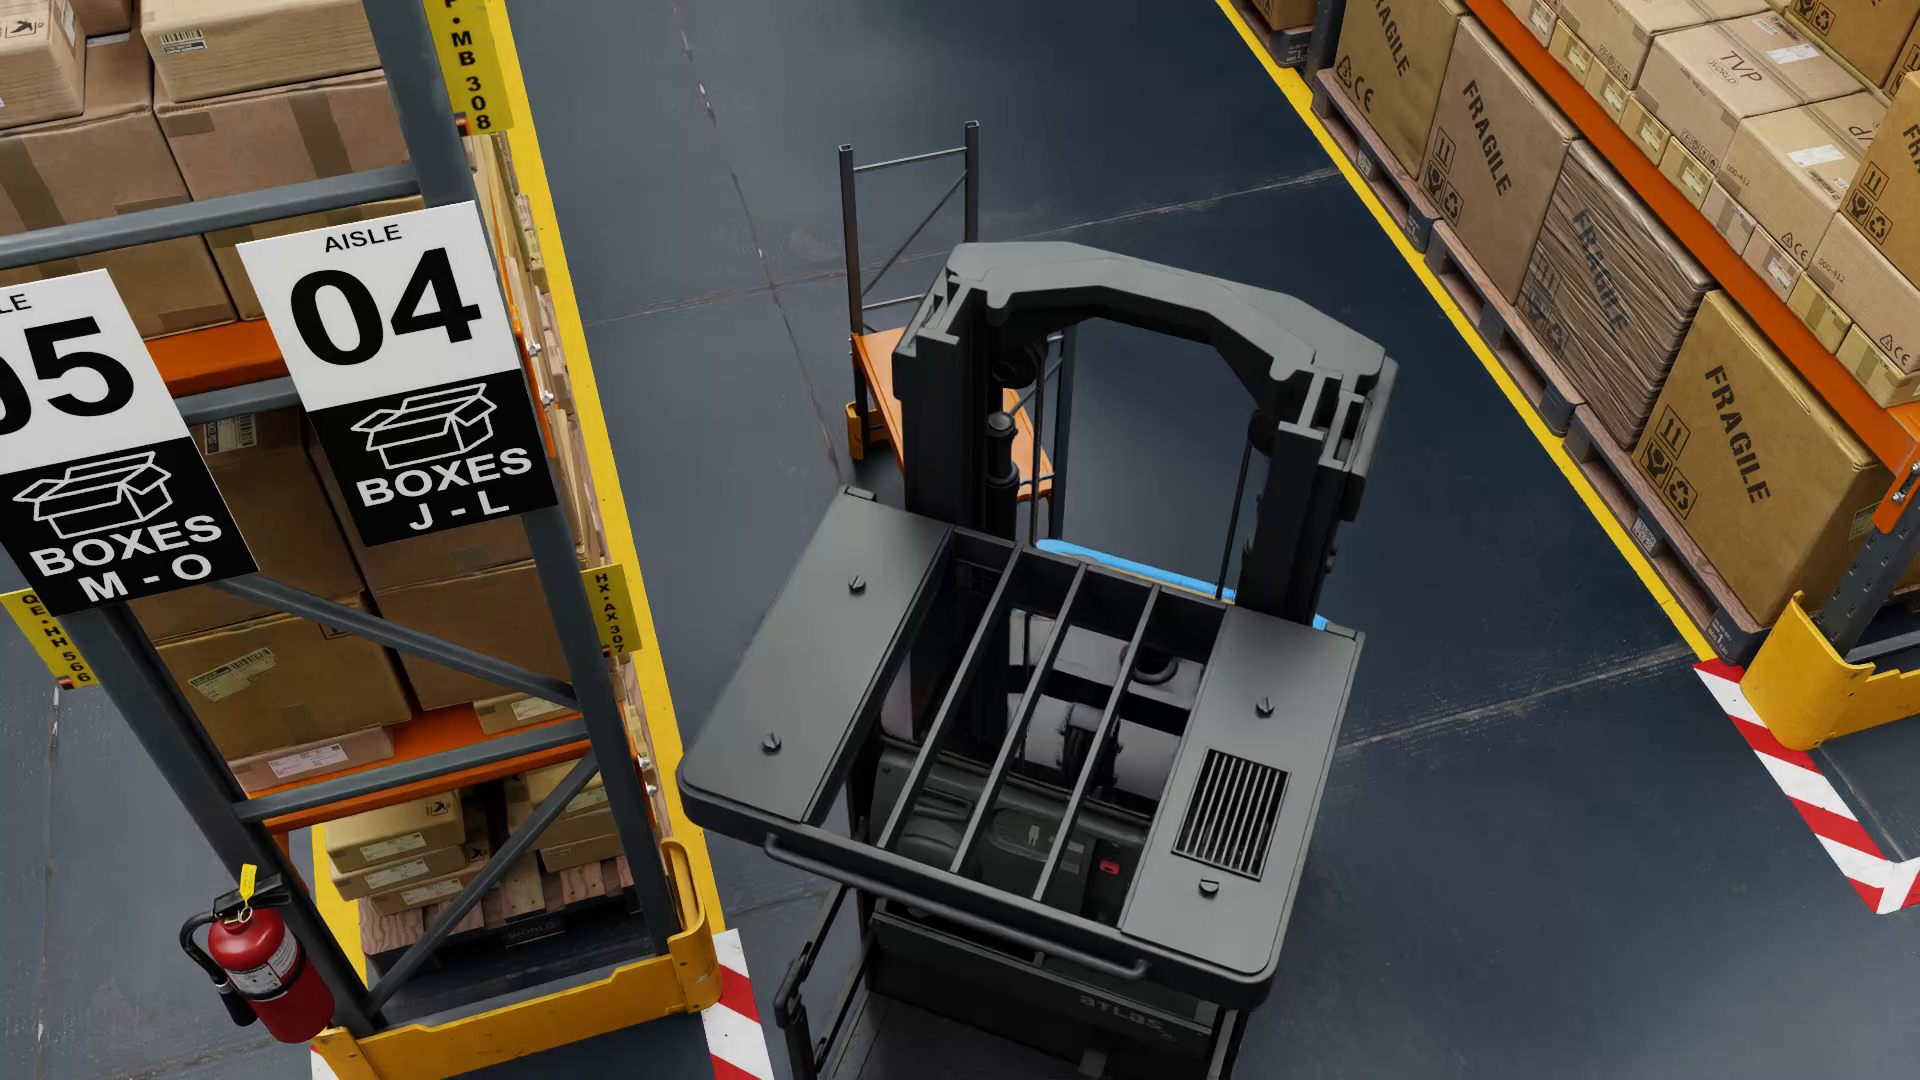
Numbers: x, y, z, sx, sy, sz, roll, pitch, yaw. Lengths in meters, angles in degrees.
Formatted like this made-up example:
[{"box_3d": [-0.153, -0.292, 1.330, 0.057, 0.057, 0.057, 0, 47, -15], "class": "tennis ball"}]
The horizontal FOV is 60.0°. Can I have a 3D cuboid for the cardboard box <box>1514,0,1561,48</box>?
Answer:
[{"box_3d": [2.409, -2.081, 6.497, 0.380, 0.149, 0.250, -13, 51, -11], "class": "cardboard box"}]

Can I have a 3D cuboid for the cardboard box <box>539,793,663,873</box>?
[{"box_3d": [-1.179, 0.898, 5.411, 0.380, 0.149, 0.250, -12, 51, -10], "class": "cardboard box"}]

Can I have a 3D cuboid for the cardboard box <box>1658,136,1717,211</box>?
[{"box_3d": [2.715, -1.329, 5.862, 0.380, 0.149, 0.250, -14, 51, -12], "class": "cardboard box"}]

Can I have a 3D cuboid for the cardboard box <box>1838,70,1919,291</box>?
[{"box_3d": [3.043, -1.064, 4.888, 0.500, 0.500, 0.500, -13, 51, -11], "class": "cardboard box"}]

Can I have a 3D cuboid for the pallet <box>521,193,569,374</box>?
[{"box_3d": [-2.280, -0.971, 7.220, 1.003, 0.211, 1.213, -13, 51, -11], "class": "pallet"}]

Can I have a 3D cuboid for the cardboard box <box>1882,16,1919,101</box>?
[{"box_3d": [3.406, -1.545, 5.293, 0.500, 0.500, 0.500, -14, 51, -12], "class": "cardboard box"}]

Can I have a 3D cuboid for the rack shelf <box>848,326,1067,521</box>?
[{"box_3d": [-0.025, -0.430, 6.156, 0.538, 0.185, 1.000, -13, 51, -11], "class": "rack shelf"}]

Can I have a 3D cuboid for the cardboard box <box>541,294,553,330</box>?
[{"box_3d": [-1.935, -0.972, 6.987, 0.380, 0.149, 0.250, -15, 51, -12], "class": "cardboard box"}]

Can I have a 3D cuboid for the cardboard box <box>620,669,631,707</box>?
[{"box_3d": [-1.267, 0.603, 5.465, 0.380, 0.149, 0.250, -14, 51, -11], "class": "cardboard box"}]

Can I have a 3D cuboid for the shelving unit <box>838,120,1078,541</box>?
[{"box_3d": [-0.023, -0.539, 6.013, 0.587, 1.500, 1.083, -13, 51, -11], "class": "shelving unit"}]

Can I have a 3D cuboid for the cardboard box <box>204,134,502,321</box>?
[{"box_3d": [-1.218, -0.735, 3.334, 0.500, 0.250, 0.500, -12, 51, -10], "class": "cardboard box"}]

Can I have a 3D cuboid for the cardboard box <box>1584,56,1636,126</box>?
[{"box_3d": [2.566, -1.700, 6.175, 0.380, 0.149, 0.250, -12, 51, -10], "class": "cardboard box"}]

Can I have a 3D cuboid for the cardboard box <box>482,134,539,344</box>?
[{"box_3d": [-1.364, -0.636, 4.200, 0.500, 0.500, 0.500, -12, 51, -10], "class": "cardboard box"}]

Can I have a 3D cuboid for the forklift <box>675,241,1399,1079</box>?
[{"box_3d": [0.153, 0.910, 3.855, 1.130, 2.935, 3.031, 16, 52, 13], "class": "forklift"}]

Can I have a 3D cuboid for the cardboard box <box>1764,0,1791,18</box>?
[{"box_3d": [3.090, -2.063, 6.221, 0.500, 0.250, 0.500, -14, 51, -12], "class": "cardboard box"}]

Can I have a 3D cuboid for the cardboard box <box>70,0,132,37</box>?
[{"box_3d": [-1.709, -1.013, 2.980, 0.380, 0.149, 0.250, -13, 51, -10], "class": "cardboard box"}]

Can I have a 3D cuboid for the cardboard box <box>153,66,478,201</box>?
[{"box_3d": [-1.214, -0.897, 3.143, 0.500, 0.250, 0.500, -13, 51, -10], "class": "cardboard box"}]

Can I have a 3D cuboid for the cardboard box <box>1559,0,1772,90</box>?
[{"box_3d": [2.583, -1.942, 6.118, 0.500, 0.250, 0.500, -13, 51, -11], "class": "cardboard box"}]

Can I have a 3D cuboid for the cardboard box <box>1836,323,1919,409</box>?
[{"box_3d": [3.018, -0.583, 5.234, 0.380, 0.149, 0.250, -12, 51, -10], "class": "cardboard box"}]

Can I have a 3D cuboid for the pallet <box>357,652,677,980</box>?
[{"box_3d": [-1.559, 0.811, 5.718, 1.003, 0.211, 1.213, -13, 51, -11], "class": "pallet"}]

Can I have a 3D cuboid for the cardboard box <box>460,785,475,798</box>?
[{"box_3d": [-1.784, 0.733, 5.355, 0.380, 0.149, 0.250, -14, 51, -12], "class": "cardboard box"}]

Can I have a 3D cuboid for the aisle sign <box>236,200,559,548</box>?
[{"box_3d": [-1.022, -0.283, 3.116, 0.394, 0.787, 0.004, -13, 51, -11], "class": "aisle sign"}]

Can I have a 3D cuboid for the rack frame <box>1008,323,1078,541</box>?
[{"box_3d": [0.125, -0.174, 5.706, 0.500, 1.500, 0.032, -13, 51, -11], "class": "rack frame"}]

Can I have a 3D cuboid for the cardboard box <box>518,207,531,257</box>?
[{"box_3d": [-1.965, -1.202, 6.792, 0.380, 0.149, 0.250, -14, 51, -11], "class": "cardboard box"}]

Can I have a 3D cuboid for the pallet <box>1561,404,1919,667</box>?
[{"box_3d": [3.127, -0.146, 6.525, 1.003, 0.211, 1.213, -13, 51, -11], "class": "pallet"}]

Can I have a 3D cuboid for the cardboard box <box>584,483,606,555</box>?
[{"box_3d": [-1.543, -0.033, 6.195, 0.380, 0.149, 0.250, -16, 52, -13], "class": "cardboard box"}]

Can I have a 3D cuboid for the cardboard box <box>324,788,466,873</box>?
[{"box_3d": [-1.728, 0.832, 5.078, 0.380, 0.149, 0.250, -13, 51, -11], "class": "cardboard box"}]

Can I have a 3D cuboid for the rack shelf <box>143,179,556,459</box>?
[{"box_3d": [-1.921, -1.626, 4.458, 1.077, 0.370, 4.000, -13, 51, -11], "class": "rack shelf"}]

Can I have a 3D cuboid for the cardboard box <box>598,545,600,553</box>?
[{"box_3d": [-1.256, -0.046, 4.781, 0.380, 0.149, 0.250, -15, 51, -12], "class": "cardboard box"}]

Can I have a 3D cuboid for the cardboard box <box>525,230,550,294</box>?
[{"box_3d": [-1.928, -1.120, 6.917, 0.380, 0.149, 0.250, -15, 51, -12], "class": "cardboard box"}]

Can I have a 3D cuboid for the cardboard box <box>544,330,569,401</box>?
[{"box_3d": [-1.703, -0.624, 6.304, 0.380, 0.149, 0.250, -15, 51, -12], "class": "cardboard box"}]

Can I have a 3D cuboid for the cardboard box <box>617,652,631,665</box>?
[{"box_3d": [-1.309, 0.314, 5.514, 0.380, 0.149, 0.250, -13, 51, -11], "class": "cardboard box"}]

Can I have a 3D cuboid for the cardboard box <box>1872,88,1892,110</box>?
[{"box_3d": [3.394, -1.316, 5.591, 0.500, 0.250, 0.500, -14, 51, -11], "class": "cardboard box"}]

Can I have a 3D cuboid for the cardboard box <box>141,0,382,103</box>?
[{"box_3d": [-1.208, -0.927, 2.908, 0.380, 0.149, 0.250, -14, 51, -11], "class": "cardboard box"}]

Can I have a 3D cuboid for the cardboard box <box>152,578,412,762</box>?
[{"box_3d": [-1.709, 0.171, 4.174, 0.500, 0.500, 0.500, -12, 51, -10], "class": "cardboard box"}]

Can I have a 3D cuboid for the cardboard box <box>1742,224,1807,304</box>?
[{"box_3d": [2.866, -0.957, 5.549, 0.380, 0.149, 0.250, -13, 51, -11], "class": "cardboard box"}]

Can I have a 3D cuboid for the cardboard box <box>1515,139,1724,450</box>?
[{"box_3d": [2.903, -1.043, 6.572, 0.875, 0.875, 0.875, -13, 51, -11], "class": "cardboard box"}]

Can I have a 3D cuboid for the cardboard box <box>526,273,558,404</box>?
[{"box_3d": [-1.514, -0.695, 4.904, 0.500, 0.500, 0.500, -13, 51, -10], "class": "cardboard box"}]

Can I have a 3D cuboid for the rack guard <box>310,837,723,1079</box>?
[{"box_3d": [-1.352, 1.319, 5.100, 1.175, 0.500, 0.348, -13, 51, -11], "class": "rack guard"}]

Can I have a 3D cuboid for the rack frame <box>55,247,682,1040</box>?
[{"box_3d": [-1.330, 0.569, 4.098, 1.000, 3.000, 0.127, -13, 51, -11], "class": "rack frame"}]

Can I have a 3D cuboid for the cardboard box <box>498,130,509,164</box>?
[{"box_3d": [-1.651, -1.393, 4.838, 0.500, 0.500, 0.500, -15, 51, -12], "class": "cardboard box"}]

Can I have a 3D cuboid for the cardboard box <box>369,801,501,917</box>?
[{"box_3d": [-1.685, 1.015, 5.312, 0.380, 0.149, 0.250, -13, 51, -10], "class": "cardboard box"}]

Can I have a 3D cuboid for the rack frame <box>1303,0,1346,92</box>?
[{"box_3d": [2.255, -3.400, 7.444, 1.000, 3.000, 0.127, -13, 51, -11], "class": "rack frame"}]

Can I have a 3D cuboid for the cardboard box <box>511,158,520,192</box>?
[{"box_3d": [-2.116, -1.506, 7.243, 0.380, 0.149, 0.250, -12, 51, -10], "class": "cardboard box"}]

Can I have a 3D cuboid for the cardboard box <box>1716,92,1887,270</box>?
[{"box_3d": [2.892, -1.191, 5.485, 0.500, 0.250, 0.500, -14, 51, -12], "class": "cardboard box"}]

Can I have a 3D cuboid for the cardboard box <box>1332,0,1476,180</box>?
[{"box_3d": [2.374, -2.350, 7.674, 0.875, 0.875, 0.875, -13, 51, -11], "class": "cardboard box"}]

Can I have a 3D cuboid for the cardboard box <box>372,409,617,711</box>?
[{"box_3d": [-1.199, 0.051, 4.275, 0.500, 0.500, 0.500, -11, 51, -9], "class": "cardboard box"}]

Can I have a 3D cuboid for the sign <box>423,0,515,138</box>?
[{"box_3d": [-0.812, -0.802, 2.720, 0.100, 0.325, 0.005, -13, 51, -11], "class": "sign"}]

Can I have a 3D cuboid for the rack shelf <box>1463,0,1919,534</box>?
[{"box_3d": [2.847, -1.707, 6.488, 1.077, 0.370, 4.000, -13, 51, -11], "class": "rack shelf"}]

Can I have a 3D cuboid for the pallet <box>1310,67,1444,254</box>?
[{"box_3d": [2.405, -1.928, 8.027, 1.003, 0.211, 1.213, -13, 51, -11], "class": "pallet"}]
